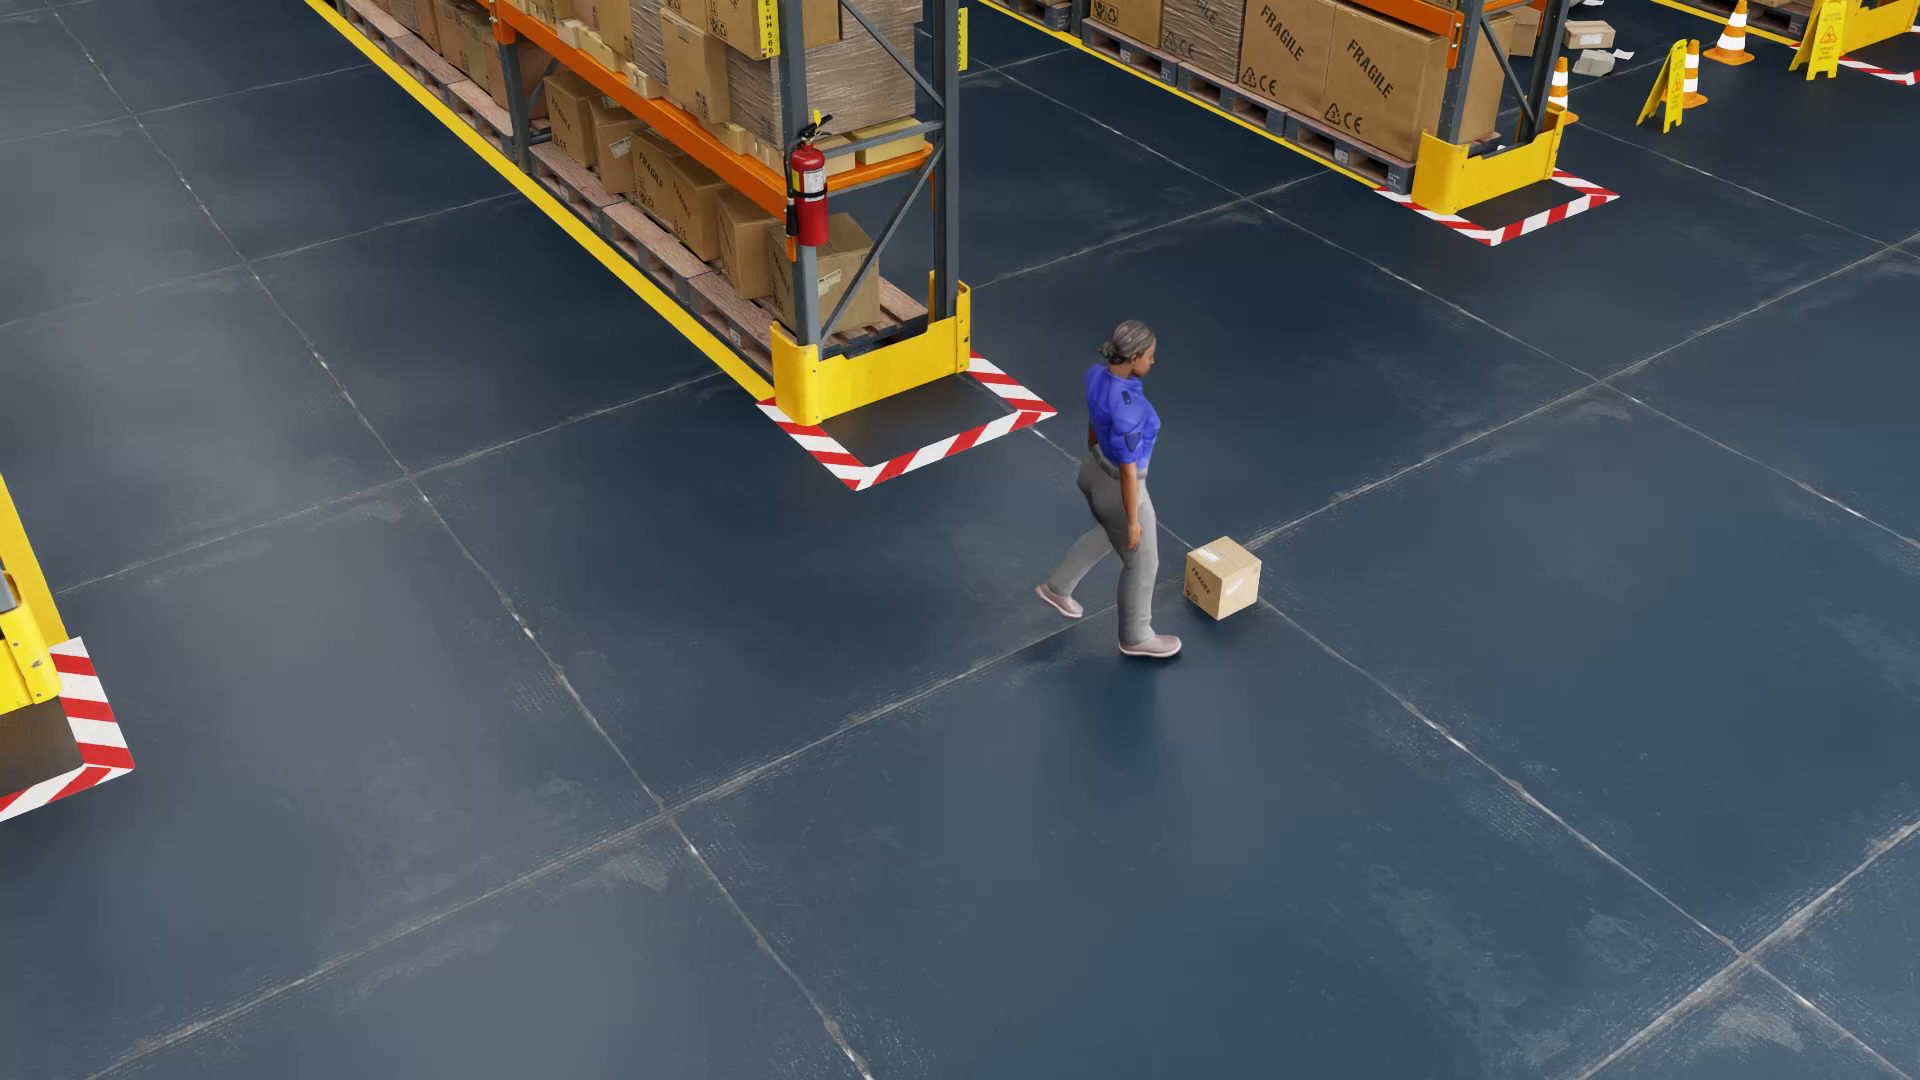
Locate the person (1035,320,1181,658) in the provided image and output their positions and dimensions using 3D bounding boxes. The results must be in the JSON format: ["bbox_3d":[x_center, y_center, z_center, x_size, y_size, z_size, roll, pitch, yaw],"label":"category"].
[{"bbox_3d":[0.681,-0.219,7.284,0.587,1.649,0.529,-12,38,-15],"label":"person"}]
